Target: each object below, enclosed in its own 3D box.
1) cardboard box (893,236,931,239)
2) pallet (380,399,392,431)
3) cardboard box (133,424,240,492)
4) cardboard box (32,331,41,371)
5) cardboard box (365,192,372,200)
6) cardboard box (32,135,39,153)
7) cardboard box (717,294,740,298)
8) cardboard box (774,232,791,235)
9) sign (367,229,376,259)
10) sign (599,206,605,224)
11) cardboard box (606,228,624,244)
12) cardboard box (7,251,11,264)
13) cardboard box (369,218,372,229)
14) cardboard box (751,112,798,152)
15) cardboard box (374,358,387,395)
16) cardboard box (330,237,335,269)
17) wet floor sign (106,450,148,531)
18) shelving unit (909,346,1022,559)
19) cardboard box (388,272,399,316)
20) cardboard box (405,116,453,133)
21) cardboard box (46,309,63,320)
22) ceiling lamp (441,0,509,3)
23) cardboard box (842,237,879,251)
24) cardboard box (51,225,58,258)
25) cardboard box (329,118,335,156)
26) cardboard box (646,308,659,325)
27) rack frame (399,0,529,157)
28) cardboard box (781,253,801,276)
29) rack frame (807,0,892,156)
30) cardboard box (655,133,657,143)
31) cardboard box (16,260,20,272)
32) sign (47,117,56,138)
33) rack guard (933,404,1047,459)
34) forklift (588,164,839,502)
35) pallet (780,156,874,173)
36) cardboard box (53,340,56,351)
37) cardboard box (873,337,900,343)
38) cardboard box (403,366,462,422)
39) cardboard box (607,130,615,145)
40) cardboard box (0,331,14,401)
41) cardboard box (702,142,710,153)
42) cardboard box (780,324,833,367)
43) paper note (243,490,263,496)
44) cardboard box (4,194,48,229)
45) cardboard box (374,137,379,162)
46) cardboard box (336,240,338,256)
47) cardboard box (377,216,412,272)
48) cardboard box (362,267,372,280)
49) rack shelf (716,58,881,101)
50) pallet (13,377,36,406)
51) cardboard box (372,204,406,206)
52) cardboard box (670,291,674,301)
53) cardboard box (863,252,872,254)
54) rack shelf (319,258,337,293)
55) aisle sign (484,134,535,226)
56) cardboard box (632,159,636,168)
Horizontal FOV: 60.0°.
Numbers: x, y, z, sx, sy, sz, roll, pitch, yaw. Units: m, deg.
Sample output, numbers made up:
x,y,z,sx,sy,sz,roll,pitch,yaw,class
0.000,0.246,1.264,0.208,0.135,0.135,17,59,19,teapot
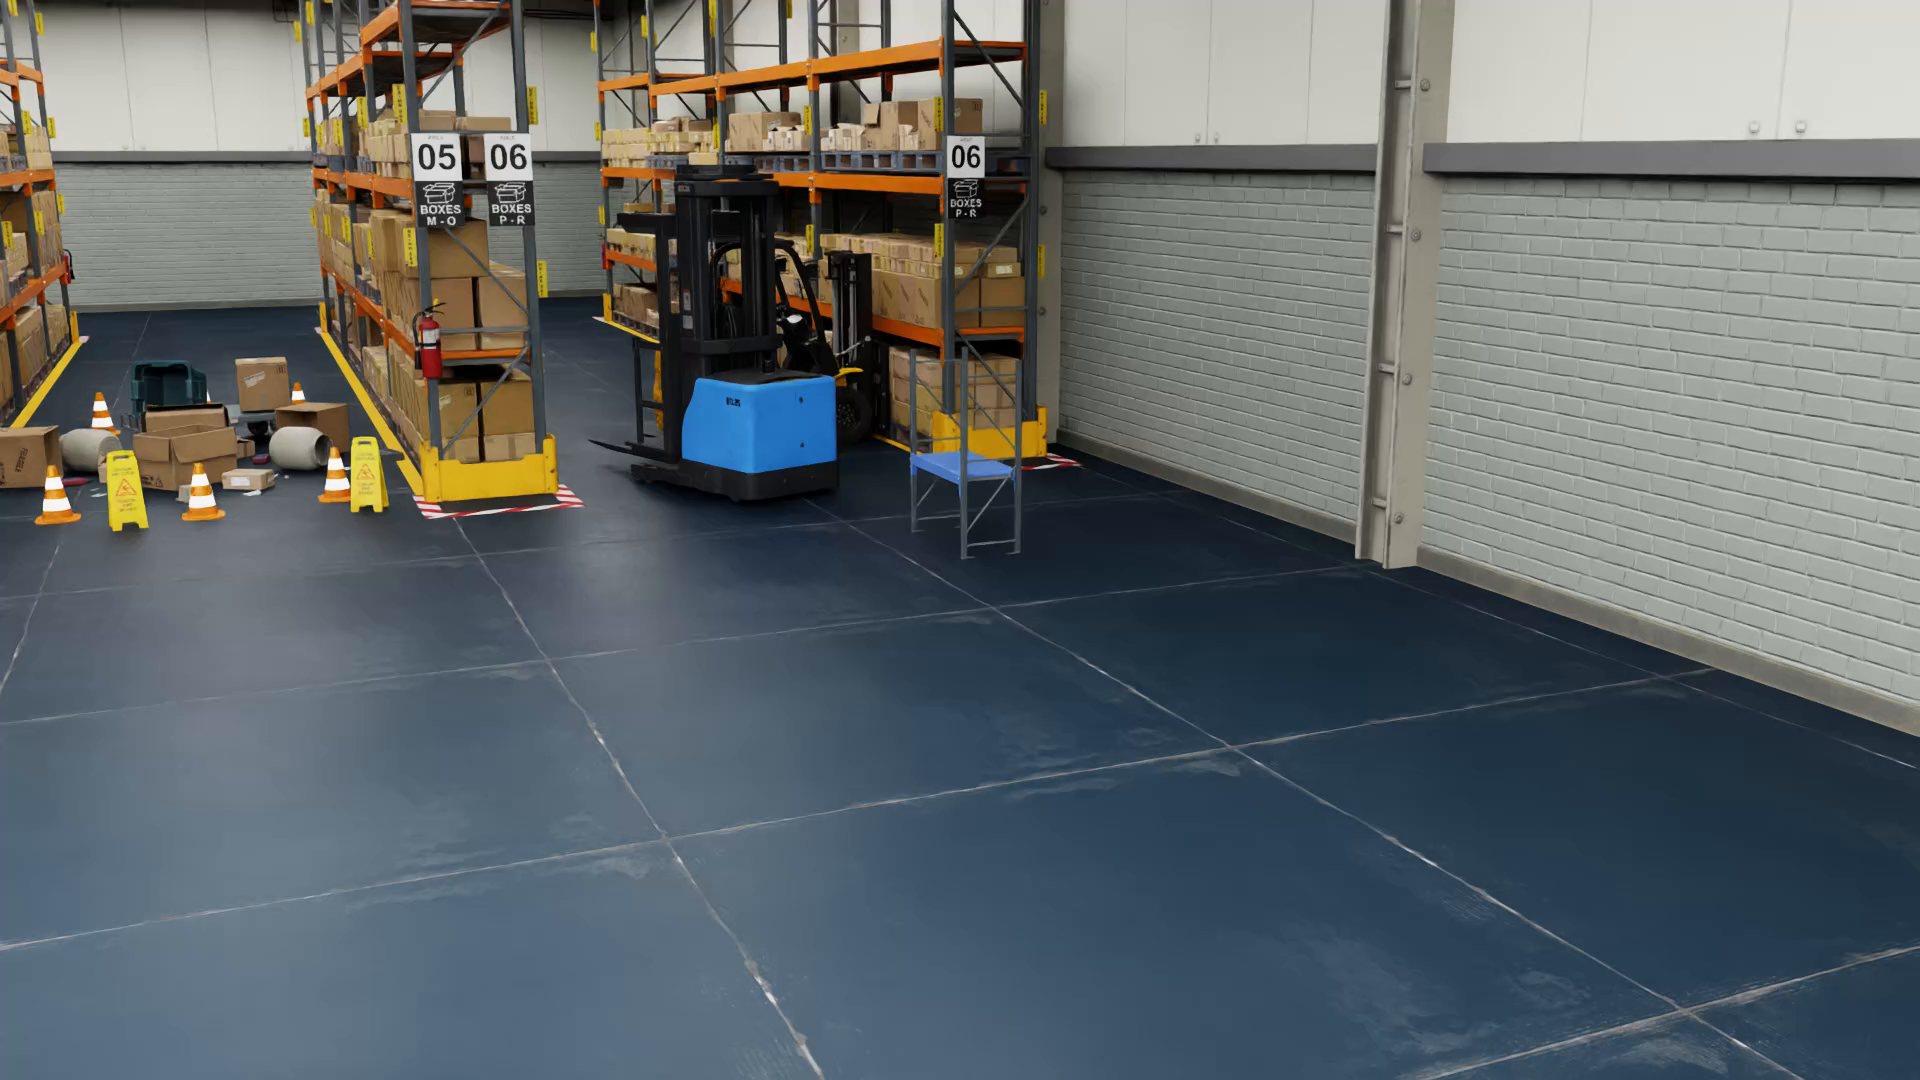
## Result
x,y,z,sx,sy,sz,roll,pitch,yaw,class
-0.558,-3.455,19.327,0.380,0.149,0.250,-6,14,-24,cardboard box
-6.161,-1.492,19.350,1.003,0.211,1.213,-6,14,-23,pallet
-7.269,-0.782,15.632,0.637,0.503,0.797,6,14,26,cardboard box
-12.614,-2.519,22.215,0.500,0.500,0.500,-6,14,-24,cardboard box
-9.059,-5.335,25.891,0.380,0.149,0.250,-5,14,-22,cardboard box
-13.905,-5.837,24.507,0.500,0.250,0.500,-5,14,-22,cardboard box
-3.691,-3.829,26.437,0.380,0.149,0.250,-5,14,-21,cardboard box
-2.588,-4.282,23.557,0.380,0.149,0.250,-5,14,-21,cardboard box
-6.355,-3.203,17.991,0.100,0.325,0.005,-6,14,-23,sign
-6.606,-5.991,30.684,0.100,0.325,0.005,-6,14,-23,sign
-6.173,-5.572,30.467,0.500,0.250,0.500,-6,14,-23,cardboard box
-12.376,-3.608,21.273,0.380,0.149,0.250,-6,14,-23,cardboard box
-6.659,-3.675,19.346,0.380,0.149,0.250,-6,14,-25,cardboard box
-2.429,-5.347,21.794,0.500,0.500,0.500,-5,14,-22,cardboard box
-6.632,-2.014,20.318,0.950,0.372,0.625,-5,14,-21,cardboard box
-9.473,-4.465,25.786,0.500,0.500,0.500,-5,14,-22,cardboard box
-6.915,-0.422,13.761,0.267,0.644,0.232,-9,16,-33,wet floor sign
0.034,-0.713,13.125,0.538,1.500,1.048,-6,14,-23,shelving unit
-5.516,-2.561,16.903,0.500,0.500,0.500,-6,14,-23,cardboard box
-4.652,-3.635,14.557,0.380,0.149,0.250,-5,14,-22,cardboard box
-14.233,-3.512,25.962,0.380,0.149,0.250,-5,14,-21,cardboard box
-9.315,-11.729,31.143,2.000,3.185,0.800,-6,14,-23,ceiling lamp
-1.139,-3.396,19.071,0.380,0.149,0.250,-5,14,-22,cardboard box
-14.321,-4.615,25.775,0.500,0.500,0.500,-6,14,-23,cardboard box
-8.422,-5.569,22.975,0.500,0.500,0.500,-5,14,-22,cardboard box
-5.141,-3.827,28.385,0.396,0.266,0.258,-5,14,-21,cardboard box
-4.246,-4.787,14.094,1.000,3.000,0.127,-6,14,-23,rack frame
-1.945,-3.494,21.037,0.500,0.250,0.500,-6,14,-24,cardboard box
-1.301,-6.062,19.605,1.000,3.000,0.127,-6,14,-23,rack frame
-4.616,-6.379,26.373,0.380,0.149,0.250,-5,14,-22,cardboard box
-12.682,-3.624,22.003,0.380,0.149,0.250,-5,14,-21,cardboard box
-14.633,-6.640,26.792,0.100,0.325,0.005,-6,14,-23,sign
0.310,-1.090,16.971,1.175,0.500,0.348,-6,14,-23,rack guard
-2.478,-2.026,15.625,1.130,2.935,3.031,-12,18,-42,forklift
-1.667,-4.689,20.747,0.805,0.209,1.217,-6,14,-25,pallet
-13.506,-2.850,24.423,0.380,0.149,0.250,-5,14,-21,cardboard box
-0.990,-2.155,18.977,0.500,0.250,0.500,-5,14,-21,cardboard box
-5.213,-1.449,16.480,0.500,0.500,0.500,-6,14,-24,cardboard box
-5.974,-7.174,29.627,0.500,0.250,0.500,-6,14,-23,cardboard box
-11.784,-2.023,19.518,1.050,0.750,0.750,-6,14,-24,cardboard box
-3.574,-5.759,24.397,0.380,0.149,0.250,-6,14,-23,cardboard box
-1.825,-2.455,21.659,0.875,0.625,0.625,-6,14,-24,cardboard box
-6.448,-0.433,15.172,0.148,0.019,0.142,-12,18,-42,paper note
-13.900,-4.884,24.720,0.500,0.500,0.500,-5,14,-22,cardboard box
-5.708,-4.002,17.030,0.500,0.250,0.500,-6,14,-23,cardboard box
-8.900,-4.292,24.486,0.500,0.250,0.500,-5,14,-22,cardboard box
-5.145,-2.832,15.854,0.700,0.500,0.500,-6,14,-24,cardboard box
-7.249,-3.334,20.749,0.380,0.149,0.250,-6,14,-23,cardboard box
-2.103,-5.930,21.517,1.077,0.370,4.000,-6,14,-23,rack shelf
-12.257,-1.852,20.902,1.003,0.211,1.213,-6,14,-23,pallet
-8.430,-4.703,24.599,0.500,0.500,0.500,-5,14,-22,cardboard box
-4.606,-3.997,27.160,0.380,0.149,0.250,-5,14,-20,cardboard box
-0.928,-3.147,18.656,0.380,0.149,0.250,-6,14,-25,cardboard box
-9.854,-4.406,27.349,1.077,0.370,4.000,-6,14,-23,rack shelf
-3.937,-3.146,14.543,0.394,0.787,0.004,-6,14,-23,aisle sign
-5.397,-6.446,28.475,0.380,0.149,0.250,-5,14,-22,cardboard box
